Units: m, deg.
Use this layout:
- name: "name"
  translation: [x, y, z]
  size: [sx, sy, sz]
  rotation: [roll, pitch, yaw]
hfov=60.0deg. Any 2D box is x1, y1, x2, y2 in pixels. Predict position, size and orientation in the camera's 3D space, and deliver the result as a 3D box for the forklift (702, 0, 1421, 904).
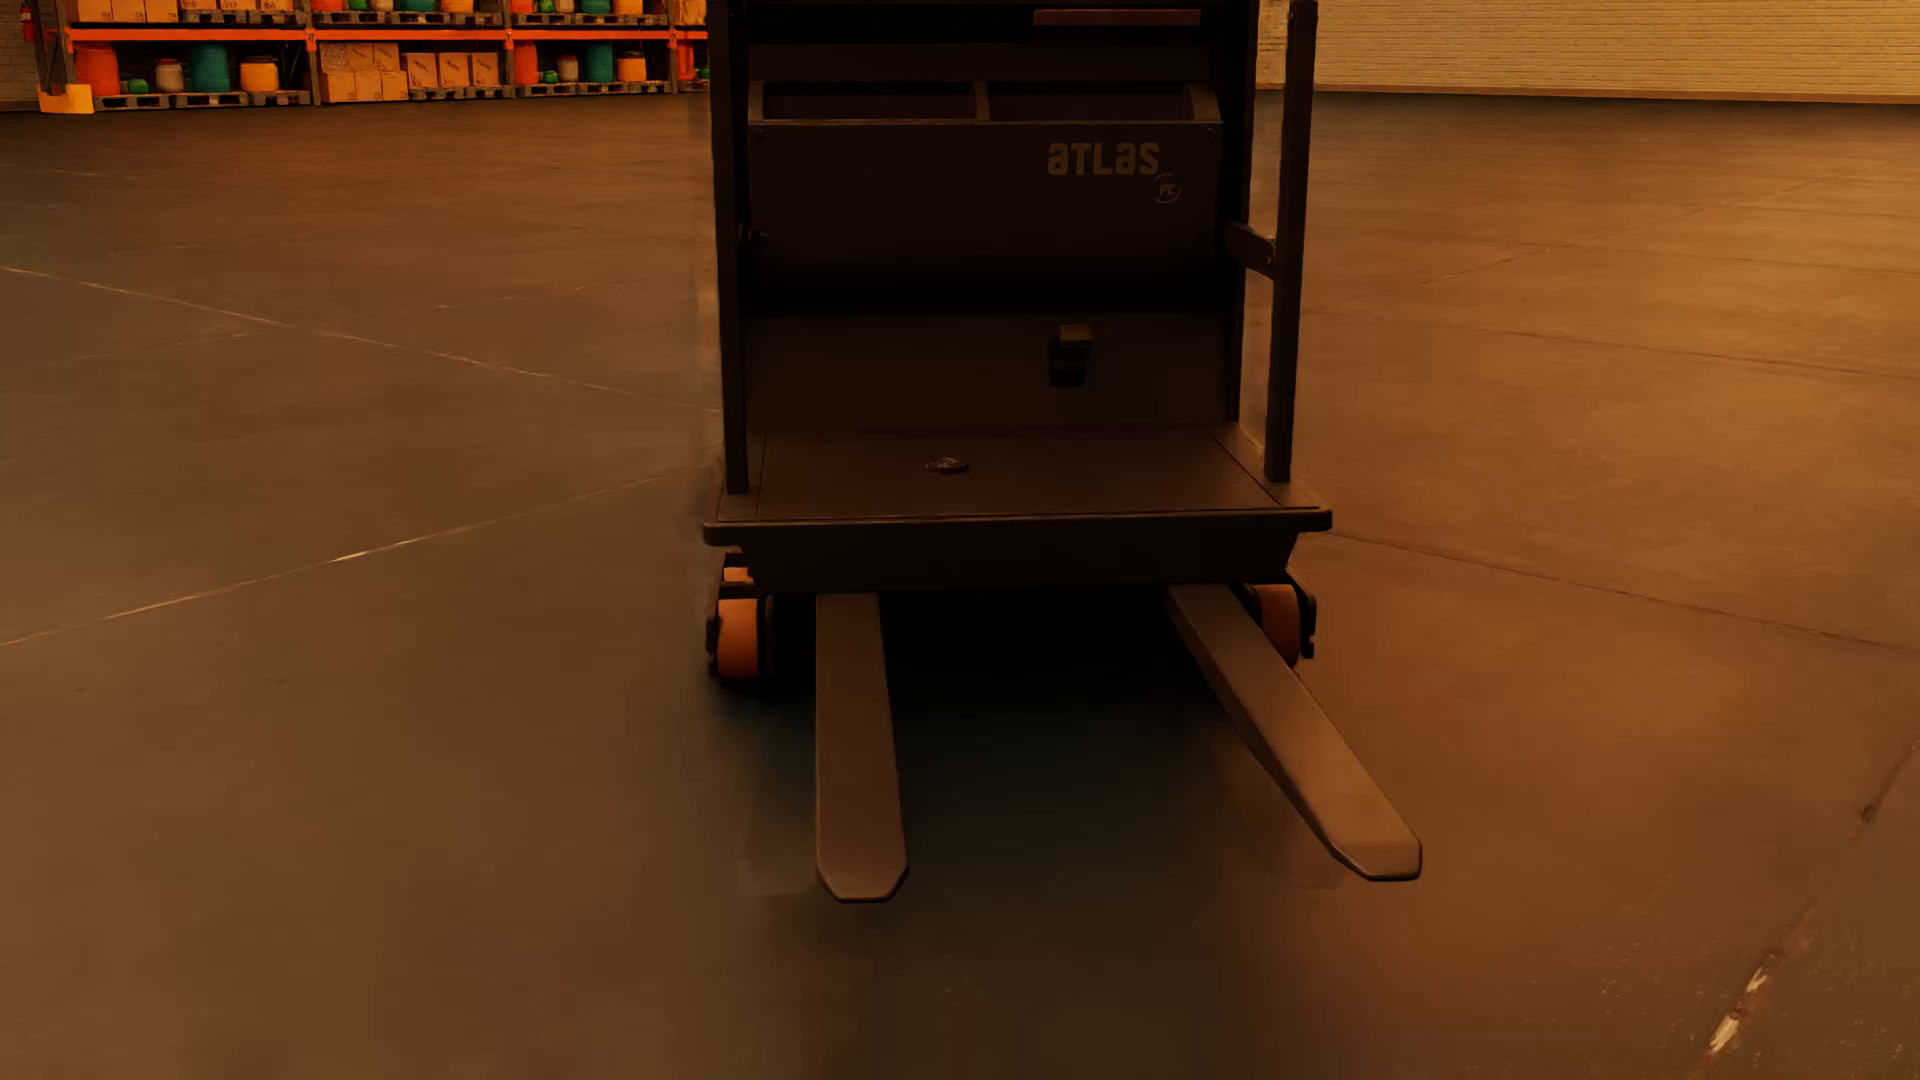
- name: "forklift"
  translation: [0.069, -1.235, 2.963]
  size: [1.130, 2.935, 3.031]
  rotation: [-1, 17, -5]
